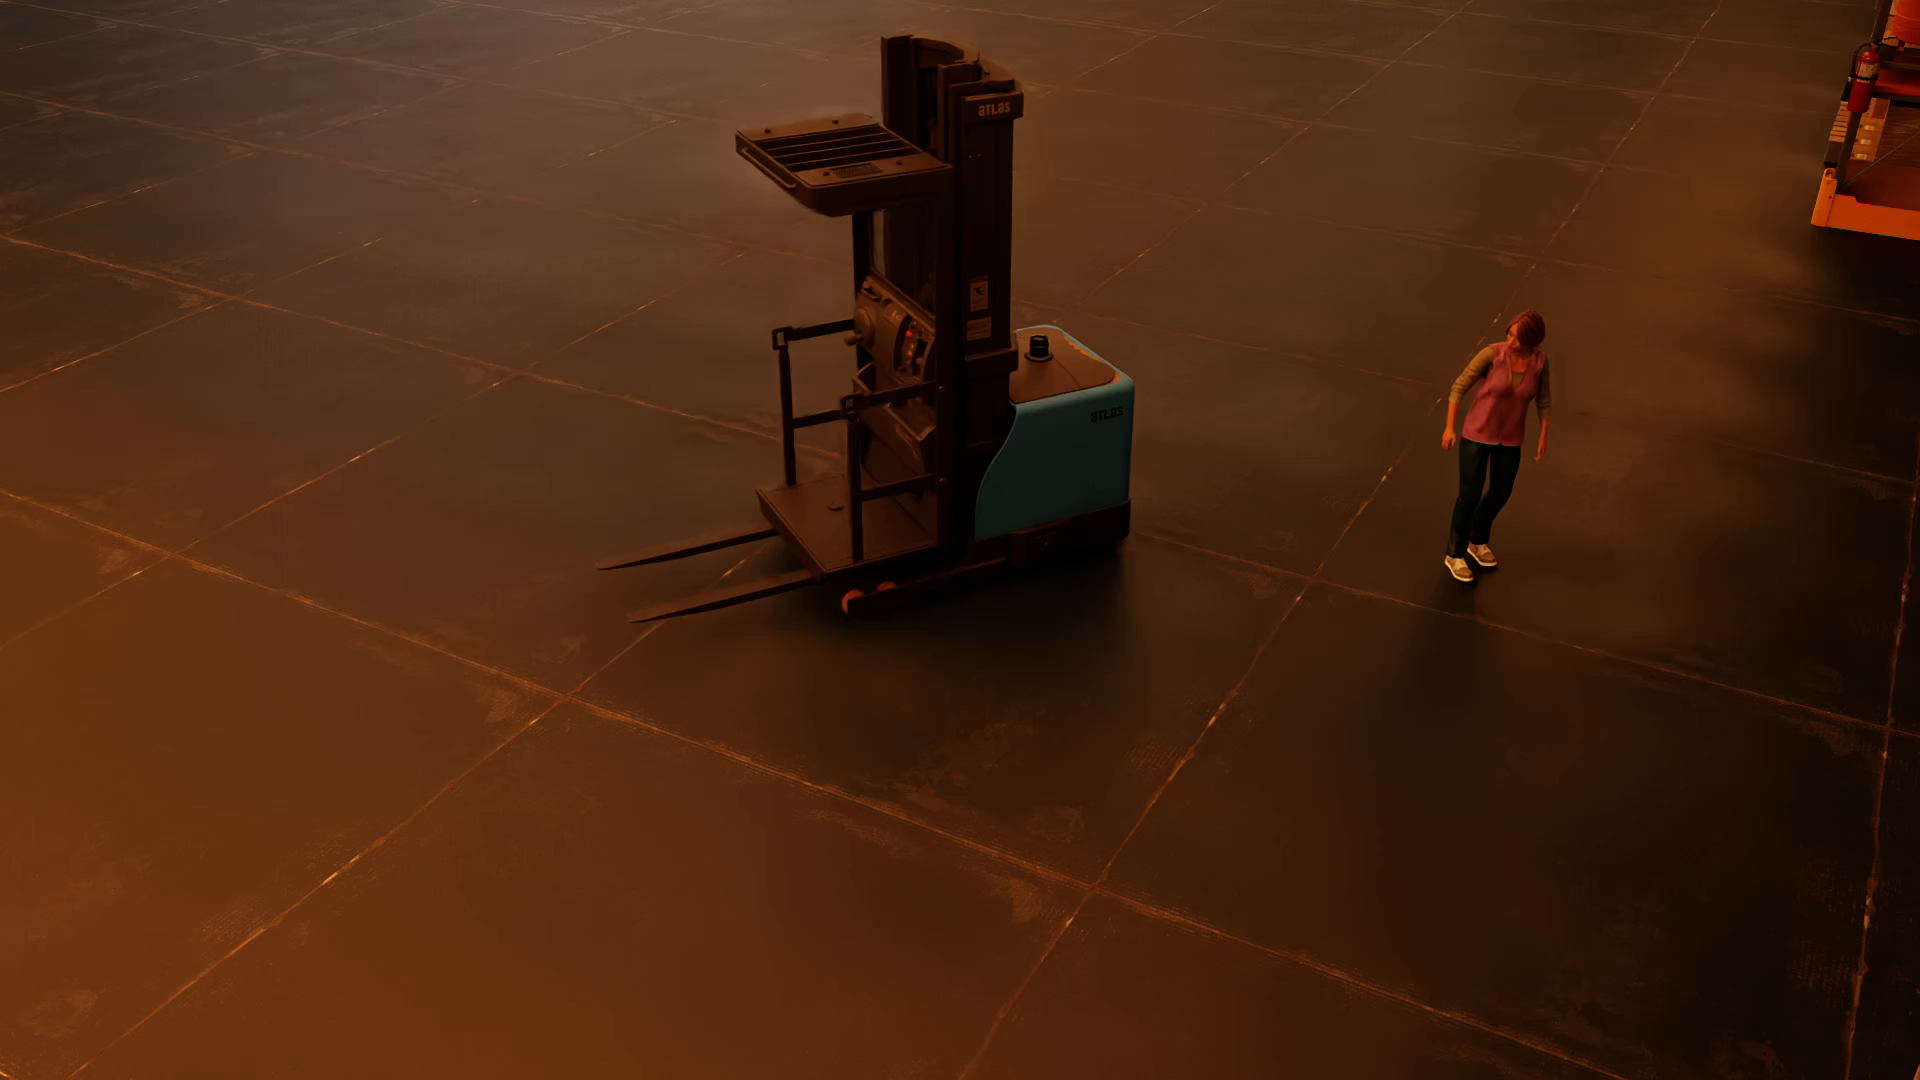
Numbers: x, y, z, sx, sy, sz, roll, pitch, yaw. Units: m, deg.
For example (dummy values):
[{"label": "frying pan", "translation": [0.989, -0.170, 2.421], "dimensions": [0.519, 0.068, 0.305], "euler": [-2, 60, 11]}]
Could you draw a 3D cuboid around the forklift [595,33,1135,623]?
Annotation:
[{"label": "forklift", "translation": [-0.544, -1.129, 9.026], "dimensions": [3.031, 2.935, 1.130], "euler": [-14, 33, -23]}]

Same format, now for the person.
[{"label": "person", "translation": [3.024, -0.541, 9.357], "dimensions": [0.607, 1.587, 0.440], "euler": [-2, 30, -4]}]
